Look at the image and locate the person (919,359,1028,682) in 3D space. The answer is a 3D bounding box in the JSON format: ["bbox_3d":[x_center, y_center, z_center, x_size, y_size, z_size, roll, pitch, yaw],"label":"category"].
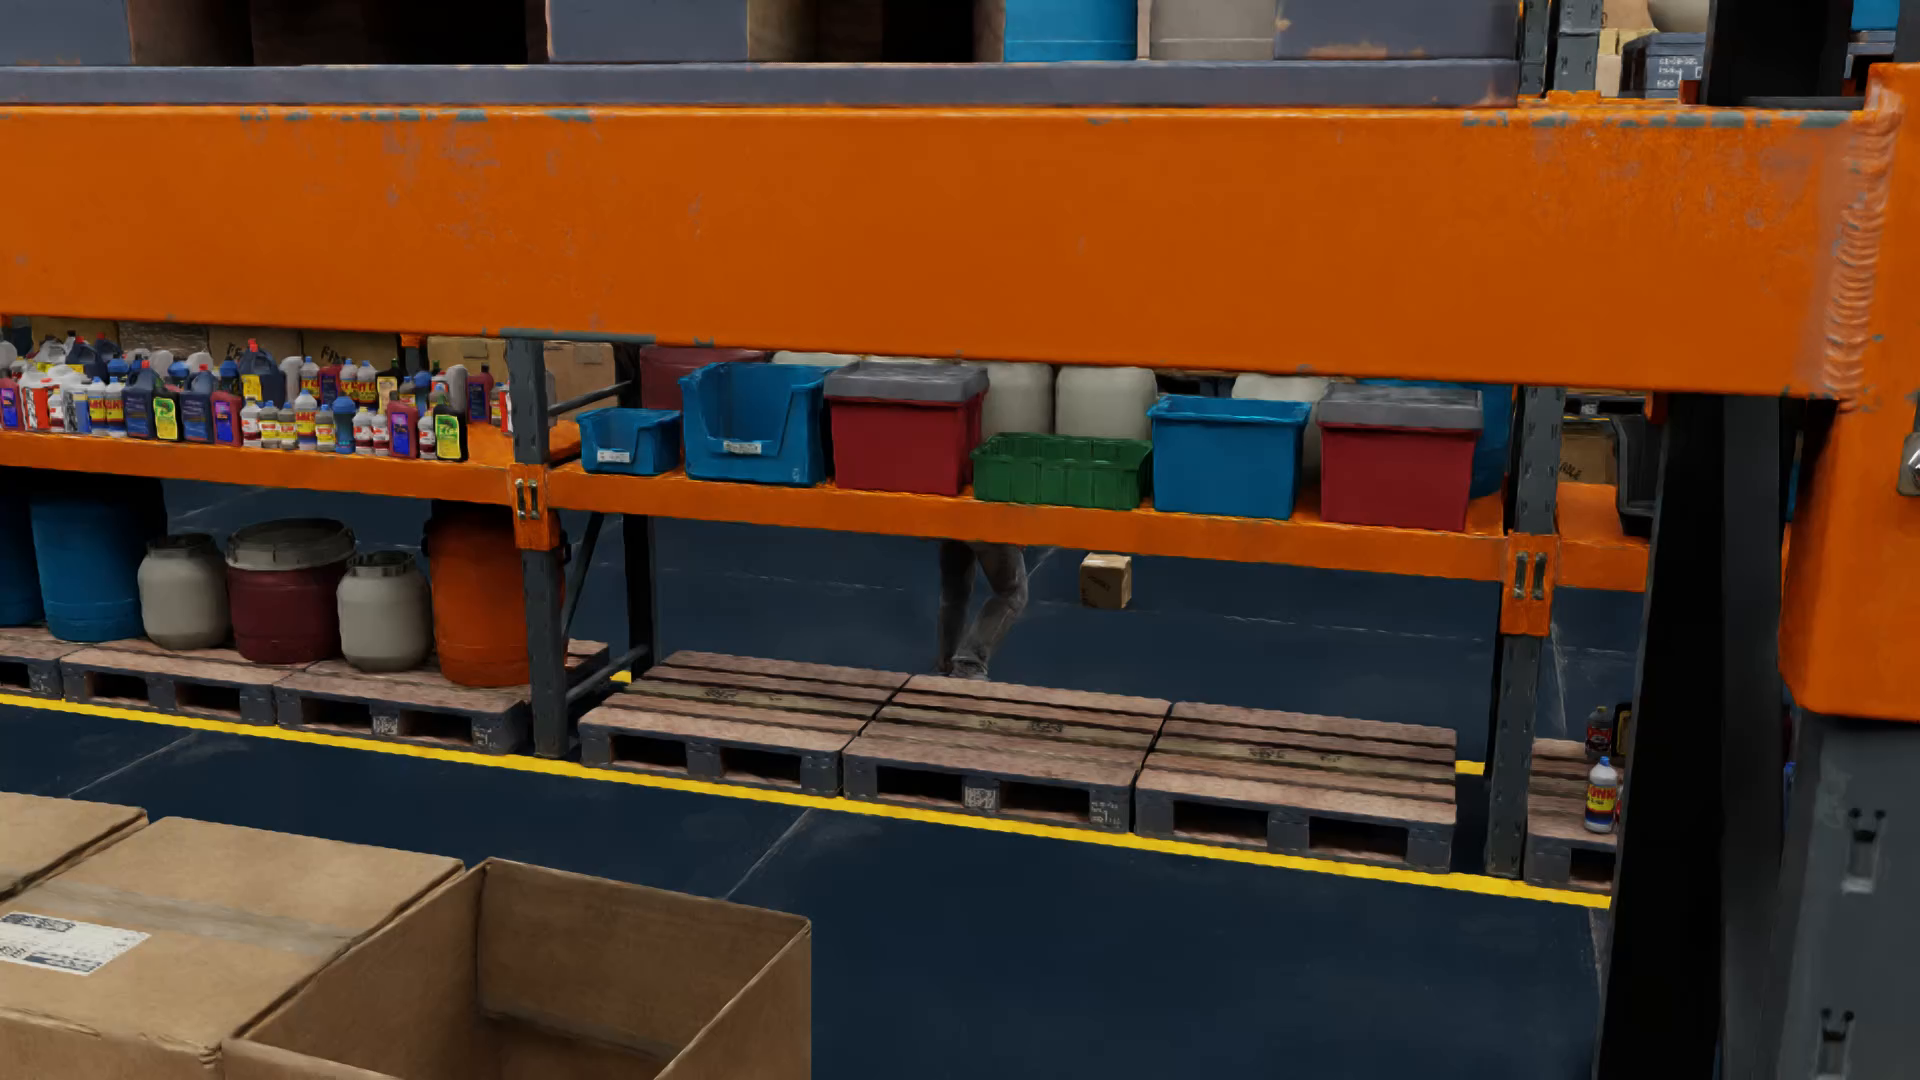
[{"bbox_3d":[0.056,-0.119,7.849,0.460,1.764,0.704,-12,19,-37],"label":"person"}]
